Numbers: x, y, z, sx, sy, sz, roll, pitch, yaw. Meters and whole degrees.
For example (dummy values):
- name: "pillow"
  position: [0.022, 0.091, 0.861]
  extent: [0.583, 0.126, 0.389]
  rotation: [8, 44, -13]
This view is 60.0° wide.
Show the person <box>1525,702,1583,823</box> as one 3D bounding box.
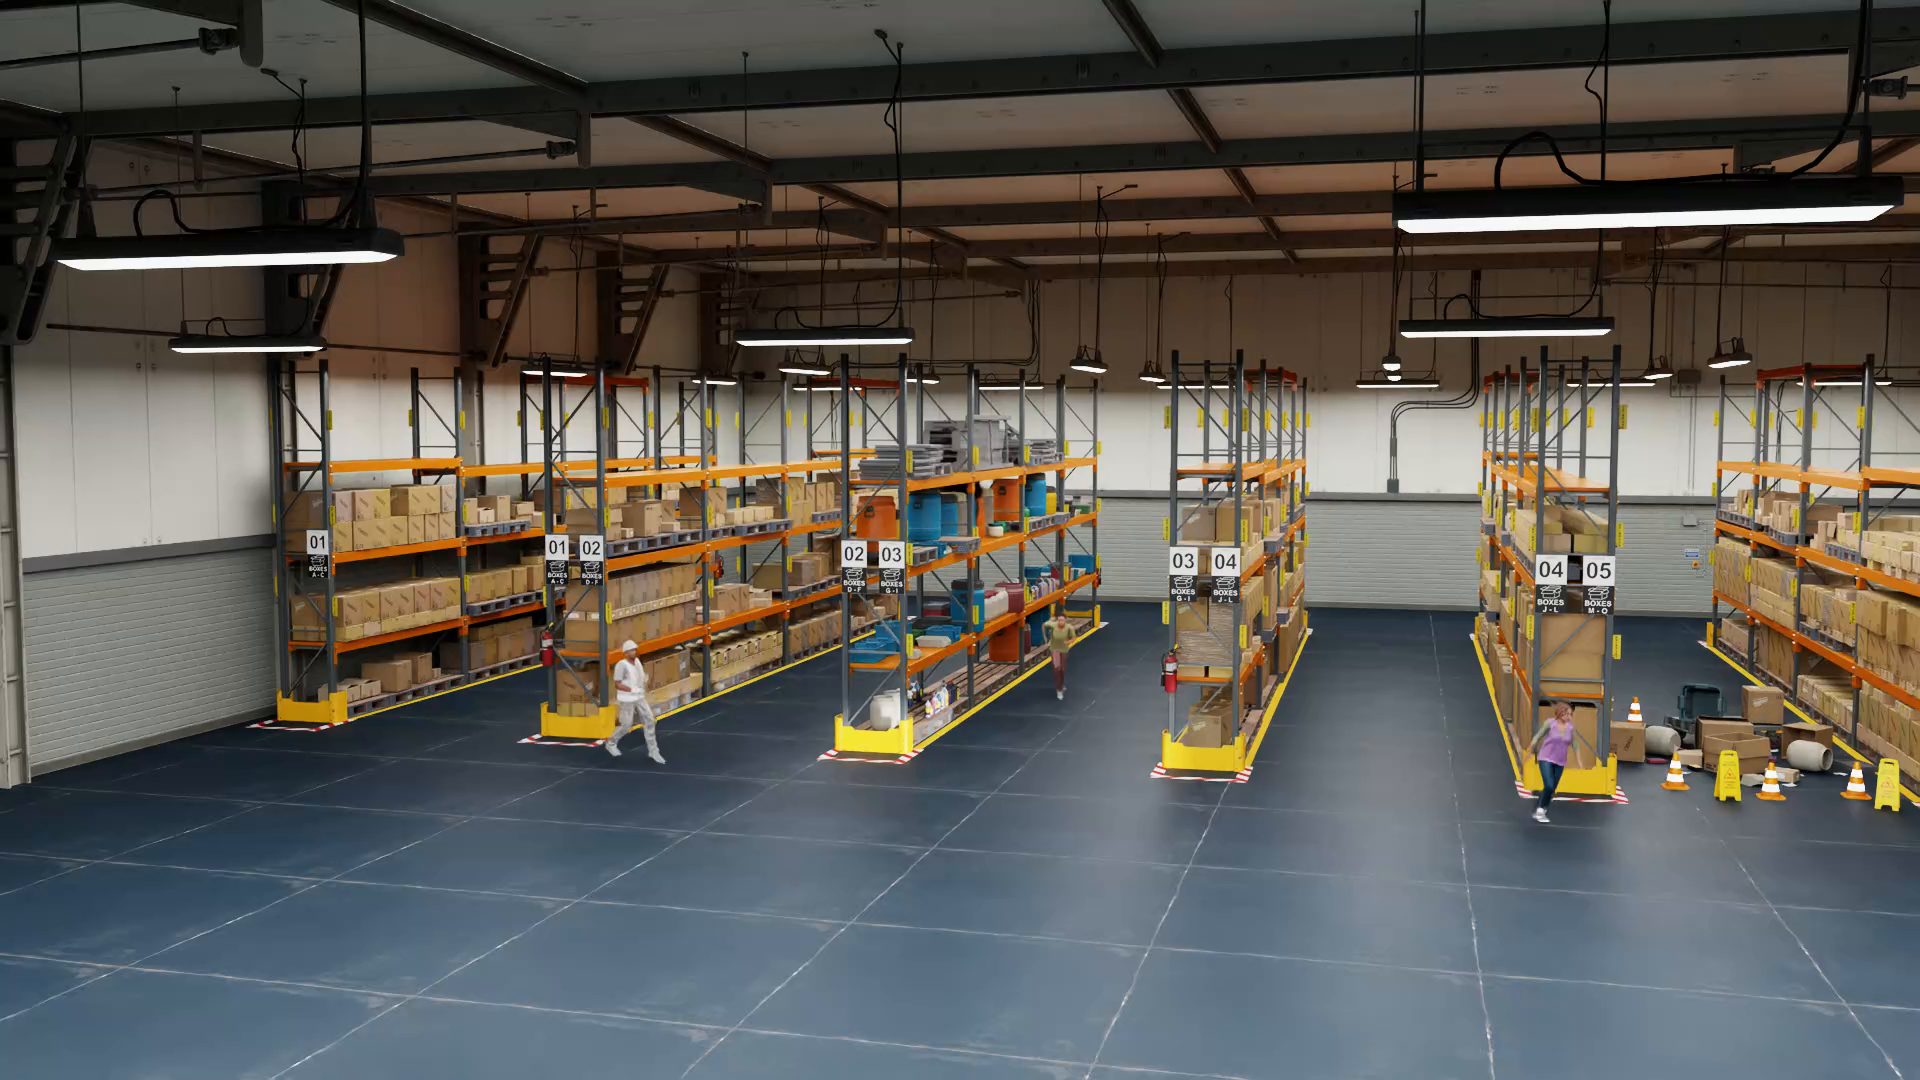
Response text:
- name: "person"
  position: [7.343, 2.753, 20.528]
  extent: [0.524, 1.550, 0.669]
  rotation: [-1, 4, -11]

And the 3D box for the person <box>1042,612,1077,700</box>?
- name: "person"
  position: [1.799, 2.071, 30.183]
  extent: [0.618, 1.618, 0.945]
  rotation: [0, 4, 1]

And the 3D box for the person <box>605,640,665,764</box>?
- name: "person"
  position: [-4.802, 2.361, 24.317]
  extent: [0.970, 1.802, 0.672]
  rotation: [2, 5, 28]

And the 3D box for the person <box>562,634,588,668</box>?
- name: "person"
  position: [-6.819, 2.087, 29.854]
  extent: [0.532, 1.535, 0.898]
  rotation: [1, 4, 8]
